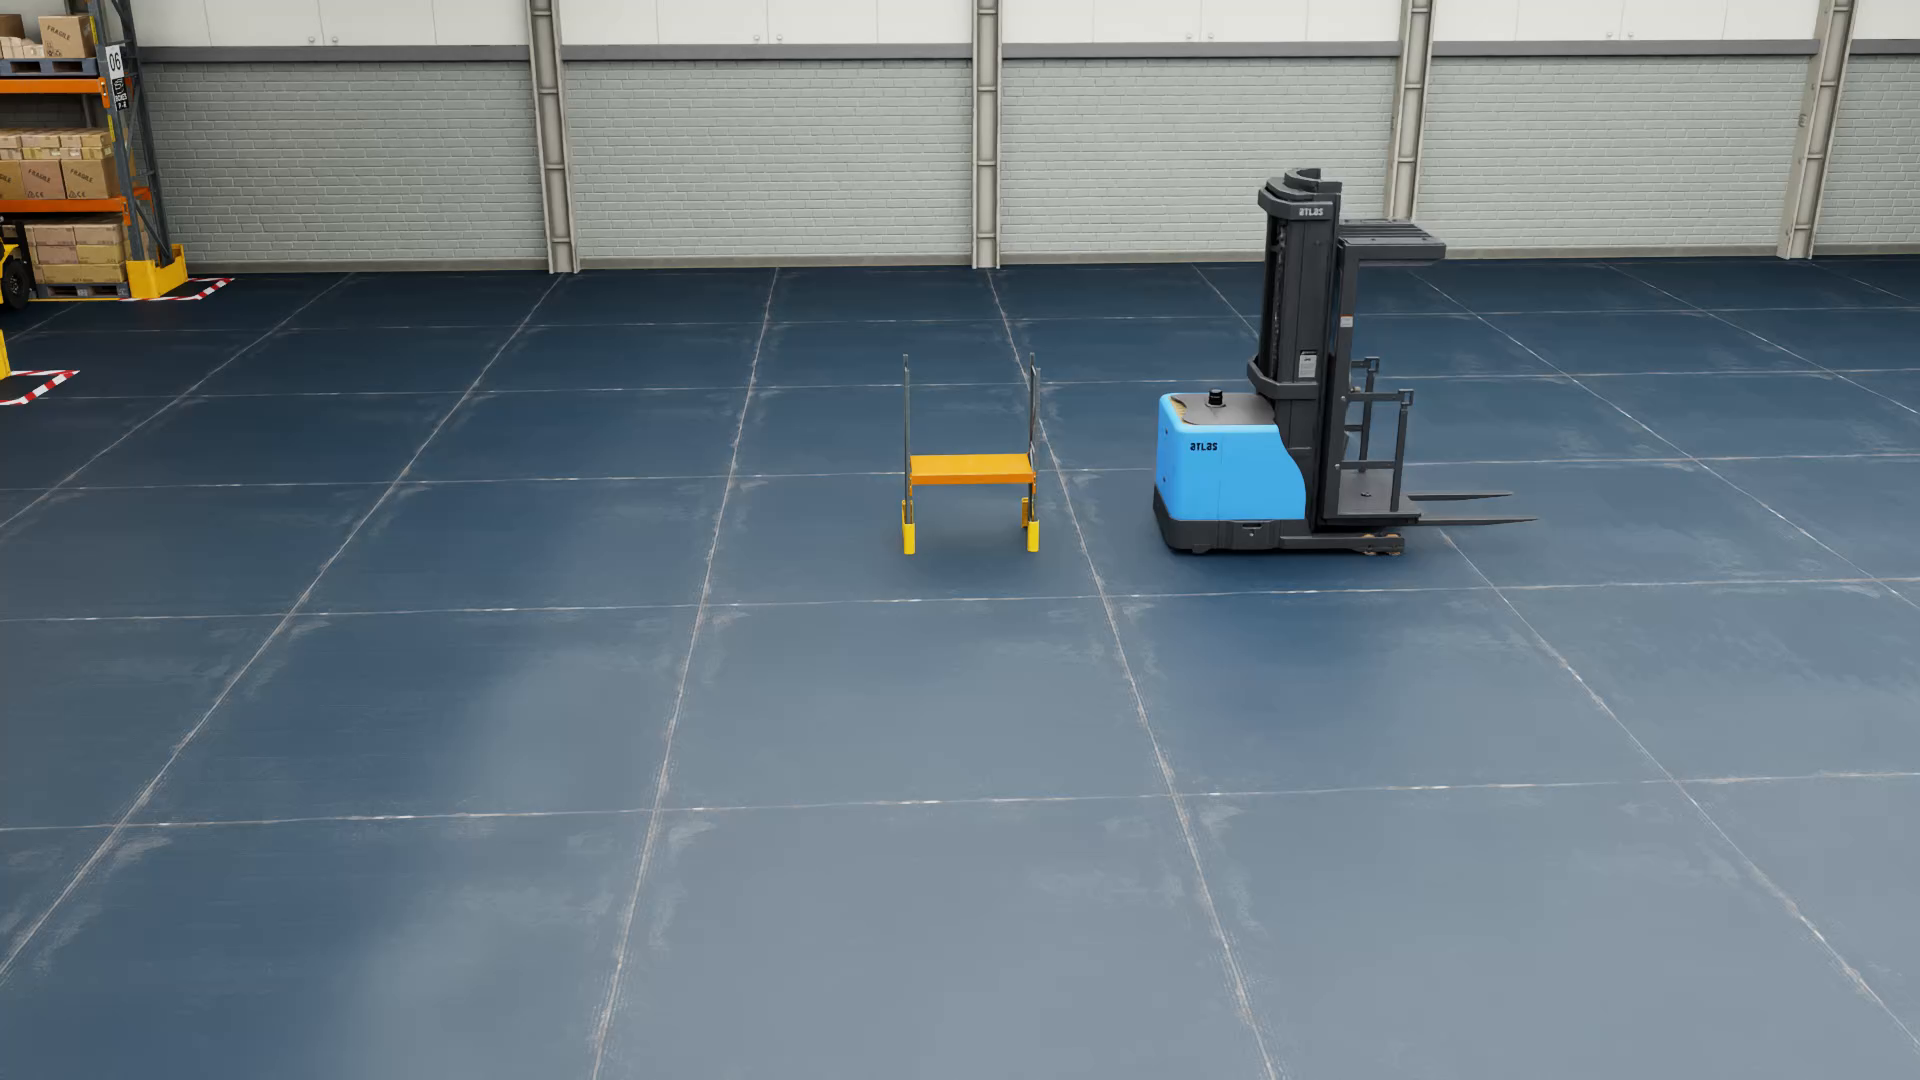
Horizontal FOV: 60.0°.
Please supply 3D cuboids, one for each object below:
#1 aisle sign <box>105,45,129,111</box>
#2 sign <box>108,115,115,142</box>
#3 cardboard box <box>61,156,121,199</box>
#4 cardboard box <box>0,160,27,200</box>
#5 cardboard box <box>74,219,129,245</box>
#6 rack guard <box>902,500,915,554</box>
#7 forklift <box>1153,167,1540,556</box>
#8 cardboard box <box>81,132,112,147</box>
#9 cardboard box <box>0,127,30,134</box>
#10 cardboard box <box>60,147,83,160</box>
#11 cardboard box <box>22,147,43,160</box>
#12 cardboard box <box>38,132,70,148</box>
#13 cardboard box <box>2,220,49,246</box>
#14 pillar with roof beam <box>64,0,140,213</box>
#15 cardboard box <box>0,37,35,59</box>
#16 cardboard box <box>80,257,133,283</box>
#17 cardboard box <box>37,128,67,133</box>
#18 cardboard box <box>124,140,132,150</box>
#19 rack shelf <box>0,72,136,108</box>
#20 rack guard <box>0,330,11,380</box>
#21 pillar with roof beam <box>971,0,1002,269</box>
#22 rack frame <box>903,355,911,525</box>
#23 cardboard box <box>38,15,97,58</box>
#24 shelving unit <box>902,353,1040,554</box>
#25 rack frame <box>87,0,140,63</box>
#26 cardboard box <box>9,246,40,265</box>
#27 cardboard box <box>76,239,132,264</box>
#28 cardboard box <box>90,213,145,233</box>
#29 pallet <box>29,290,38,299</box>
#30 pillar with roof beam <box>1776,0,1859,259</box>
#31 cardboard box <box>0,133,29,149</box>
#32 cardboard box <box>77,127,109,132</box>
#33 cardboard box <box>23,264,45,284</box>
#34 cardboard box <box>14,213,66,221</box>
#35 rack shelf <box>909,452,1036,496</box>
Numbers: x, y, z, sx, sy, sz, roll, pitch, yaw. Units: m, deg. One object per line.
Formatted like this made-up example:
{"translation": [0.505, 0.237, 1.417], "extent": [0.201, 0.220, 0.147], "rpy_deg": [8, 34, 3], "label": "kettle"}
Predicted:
{"translation": [-10.784, -5.915, 21.287], "extent": [0.004, 0.787, 0.394], "rpy_deg": [-1, 21, -3], "label": "aisle sign"}
{"translation": [-10.849, -5.261, 21.265], "extent": [0.005, 0.325, 0.100], "rpy_deg": [-1, 21, -3], "label": "sign"}
{"translation": [-11.343, -4.746, 21.731], "extent": [0.500, 0.500, 0.500], "rpy_deg": [-2, 21, -4], "label": "cardboard box"}
{"translation": [-12.373, -4.728, 21.684], "extent": [0.500, 0.500, 0.500], "rpy_deg": [-2, 21, -4], "label": "cardboard box"}
{"translation": [-11.308, -4.061, 21.941], "extent": [0.500, 0.250, 0.500], "rpy_deg": [0, 21, -1], "label": "cardboard box"}
{"translation": [-0.421, -0.108, 13.554], "extent": [0.087, 0.250, 0.587], "rpy_deg": [-1, 21, -3], "label": "rack guard"}
{"translation": [3.167, -1.434, 13.269], "extent": [3.031, 2.935, 1.130], "rpy_deg": [-1, 21, -2], "label": "forklift"}
{"translation": [-11.212, -5.209, 21.618], "extent": [0.250, 0.149, 0.380], "rpy_deg": [-1, 21, -3], "label": "cardboard box"}
{"translation": [-12.517, -5.373, 22.047], "extent": [0.250, 0.149, 0.380], "rpy_deg": [-2, 21, -4], "label": "cardboard box"}
{"translation": [-11.450, -5.030, 21.565], "extent": [0.250, 0.149, 0.380], "rpy_deg": [-1, 21, -2], "label": "cardboard box"}
{"translation": [-11.961, -5.046, 21.606], "extent": [0.250, 0.149, 0.380], "rpy_deg": [-1, 21, -3], "label": "cardboard box"}
{"translation": [-11.716, -5.178, 21.537], "extent": [0.250, 0.149, 0.380], "rpy_deg": [-1, 21, -2], "label": "cardboard box"}
{"translation": [-12.321, -4.035, 21.872], "extent": [0.500, 0.250, 0.500], "rpy_deg": [-1, 21, -2], "label": "cardboard box"}
{"translation": [-11.367, -6.383, 17.739], "extent": [0.400, 9.000, 9.100], "rpy_deg": [-1, 21, -3], "label": "pillar with roof beam"}
{"translation": [-11.929, -6.255, 21.076], "extent": [0.258, 0.266, 0.396], "rpy_deg": [-1, 21, -3], "label": "cardboard box"}
{"translation": [-11.317, -3.592, 22.114], "extent": [0.500, 0.250, 0.500], "rpy_deg": [-1, 21, -3], "label": "cardboard box"}
{"translation": [-11.988, -5.357, 22.006], "extent": [0.250, 0.149, 0.380], "rpy_deg": [-1, 21, -3], "label": "cardboard box"}
{"translation": [-11.220, -5.238, 22.110], "extent": [0.250, 0.149, 0.380], "rpy_deg": [-2, 21, -4], "label": "cardboard box"}
{"translation": [-12.863, -5.828, 21.507], "extent": [4.000, 0.370, 1.077], "rpy_deg": [-1, 21, -3], "label": "rack shelf"}
{"translation": [-10.655, -1.870, 17.829], "extent": [0.348, 0.500, 1.175], "rpy_deg": [-1, 21, -3], "label": "rack guard"}
{"translation": [0.613, -6.627, 18.380], "extent": [0.400, 9.000, 9.100], "rpy_deg": [-1, 21, -3], "label": "pillar with roof beam"}
{"translation": [-0.422, -0.692, 13.332], "extent": [0.032, 1.500, 0.500], "rpy_deg": [-1, 21, -3], "label": "rack frame"}
{"translation": [-11.294, -6.399, 21.125], "extent": [0.500, 0.500, 0.500], "rpy_deg": [0, 21, -1], "label": "cardboard box"}
{"translation": [0.076, -0.702, 13.358], "extent": [1.083, 1.500, 0.587], "rpy_deg": [-1, 21, -3], "label": "shelving unit"}
{"translation": [-10.866, -7.606, 20.952], "extent": [0.127, 3.000, 1.000], "rpy_deg": [-1, 21, -3], "label": "rack frame"}
{"translation": [-12.350, -3.802, 21.964], "extent": [0.500, 0.250, 0.500], "rpy_deg": [-2, 21, -4], "label": "cardboard box"}
{"translation": [-11.334, -3.827, 22.028], "extent": [0.500, 0.250, 0.500], "rpy_deg": [-1, 21, -4], "label": "cardboard box"}
{"translation": [-11.357, -4.239, 22.407], "extent": [0.500, 0.250, 0.500], "rpy_deg": [-1, 21, -4], "label": "cardboard box"}
{"translation": [-12.843, -3.445, 22.374], "extent": [1.213, 0.211, 1.003], "rpy_deg": [-1, 21, -3], "label": "pallet"}
{"translation": [12.594, -6.871, 19.020], "extent": [0.400, 9.000, 9.100], "rpy_deg": [-1, 21, -3], "label": "pillar with roof beam"}
{"translation": [-12.223, -5.155, 21.475], "extent": [0.250, 0.149, 0.380], "rpy_deg": [-1, 21, -2], "label": "cardboard box"}
{"translation": [-11.483, -5.377, 22.059], "extent": [0.250, 0.149, 0.380], "rpy_deg": [0, 21, -1], "label": "cardboard box"}
{"translation": [-12.314, -3.578, 22.078], "extent": [0.500, 0.250, 0.500], "rpy_deg": [-1, 21, -2], "label": "cardboard box"}
{"translation": [-12.356, -4.221, 22.361], "extent": [0.500, 0.250, 0.500], "rpy_deg": [-1, 21, -3], "label": "cardboard box"}
{"translation": [0.085, -0.535, 13.423], "extent": [1.000, 0.185, 0.538], "rpy_deg": [-1, 21, -3], "label": "rack shelf"}
